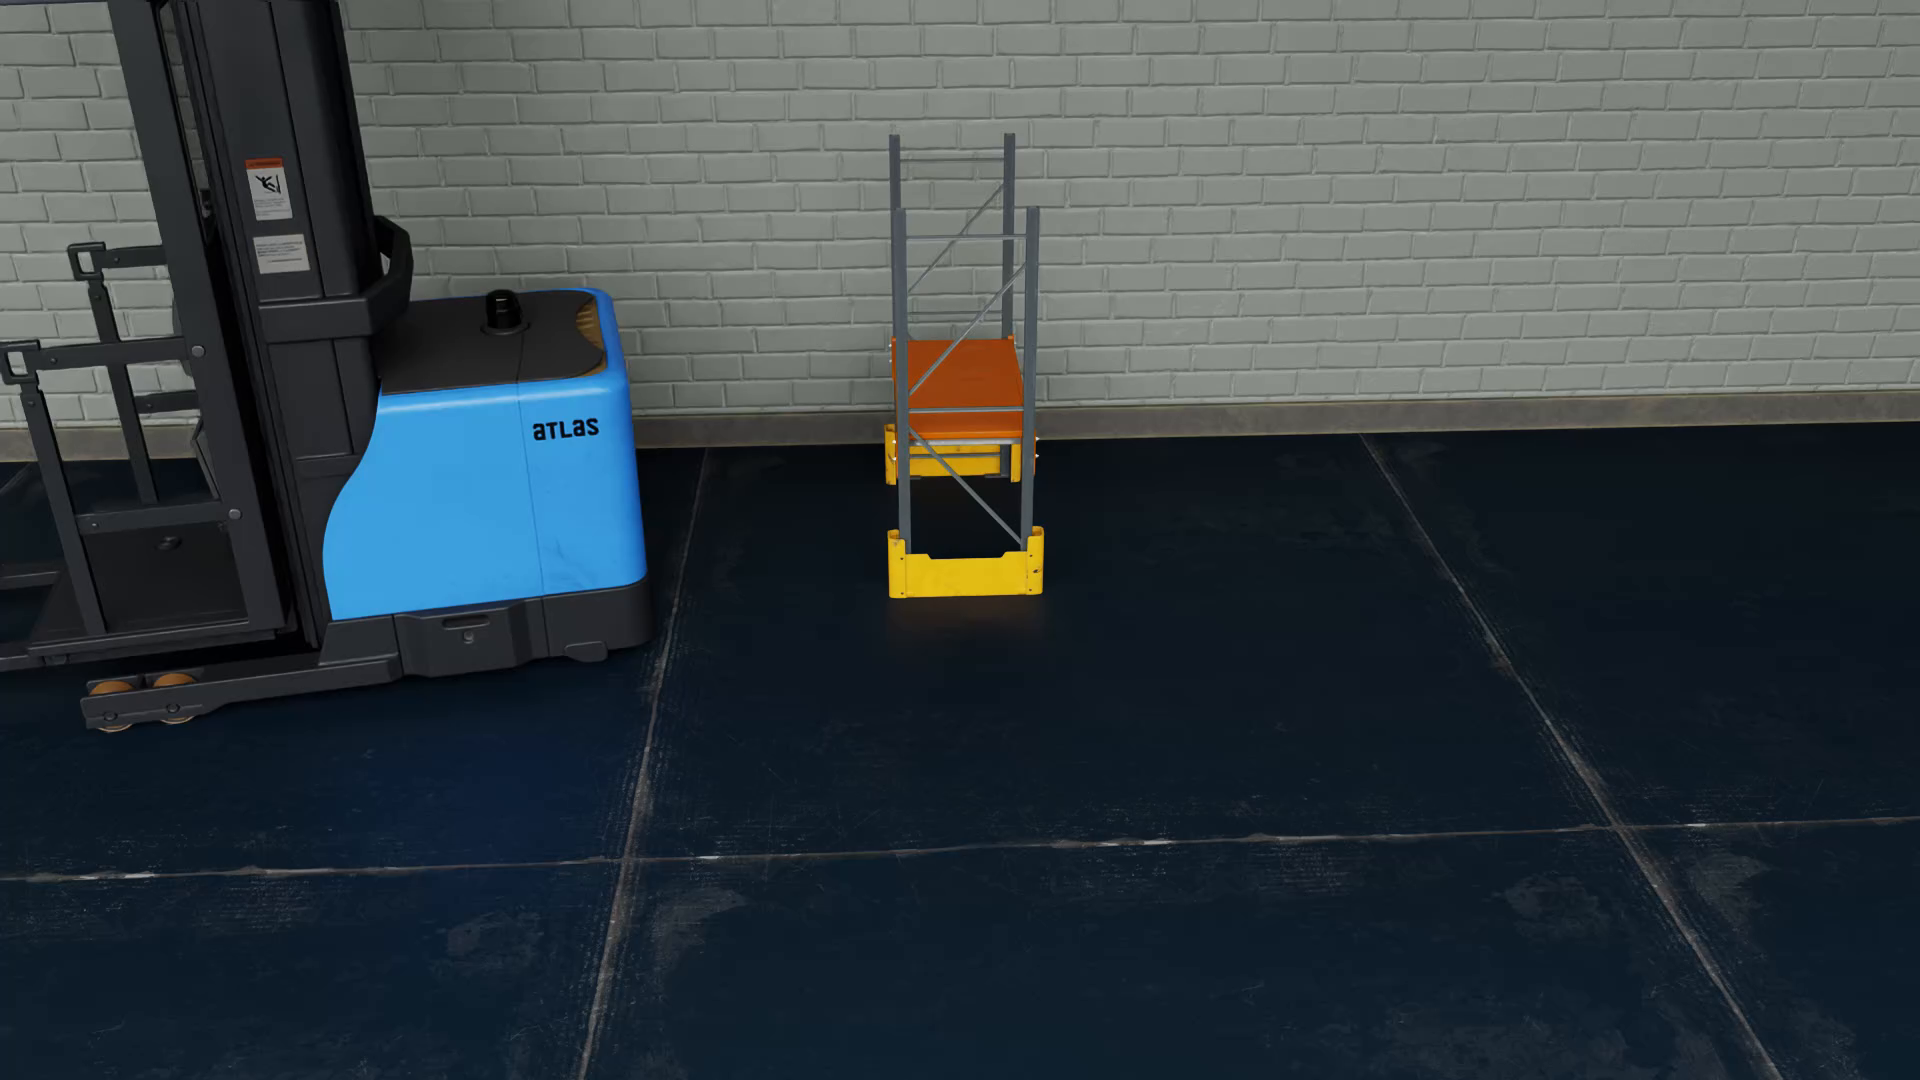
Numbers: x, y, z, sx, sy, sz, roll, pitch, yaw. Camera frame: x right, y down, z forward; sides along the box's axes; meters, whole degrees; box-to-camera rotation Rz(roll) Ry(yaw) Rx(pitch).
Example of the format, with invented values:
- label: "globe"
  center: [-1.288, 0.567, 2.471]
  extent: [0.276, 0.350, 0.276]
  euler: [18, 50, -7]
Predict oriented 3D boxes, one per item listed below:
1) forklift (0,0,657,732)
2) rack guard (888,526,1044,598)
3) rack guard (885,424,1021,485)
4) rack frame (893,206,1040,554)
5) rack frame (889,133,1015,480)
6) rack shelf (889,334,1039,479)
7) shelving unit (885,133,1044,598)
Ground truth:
- label: "forklift"
  center: [-2.662, -0.932, 5.368]
  extent: [3.031, 2.935, 1.130]
  euler: [-7, 28, -13]
- label: "rack guard"
  center: [0.022, 0.084, 6.319]
  extent: [0.587, 0.250, 0.087]
  euler: [-1, 28, -3]
- label: "rack guard"
  center: [-0.030, -0.376, 7.201]
  extent: [0.587, 0.250, 0.087]
  euler: [-1, 28, -3]
- label: "rack frame"
  center: [0.022, -0.470, 6.029]
  extent: [0.500, 1.500, 0.032]
  euler: [-1, 28, -3]
- label: "rack frame"
  center: [-0.031, -0.939, 6.929]
  extent: [0.500, 1.500, 0.032]
  euler: [-1, 28, -3]
- label: "rack shelf"
  center: [-0.004, -0.545, 6.562]
  extent: [0.538, 0.185, 1.000]
  euler: [-1, 28, -3]
- label: "shelving unit"
  center: [-0.004, -0.700, 6.471]
  extent: [0.587, 1.500, 1.083]
  euler: [-1, 28, -3]
